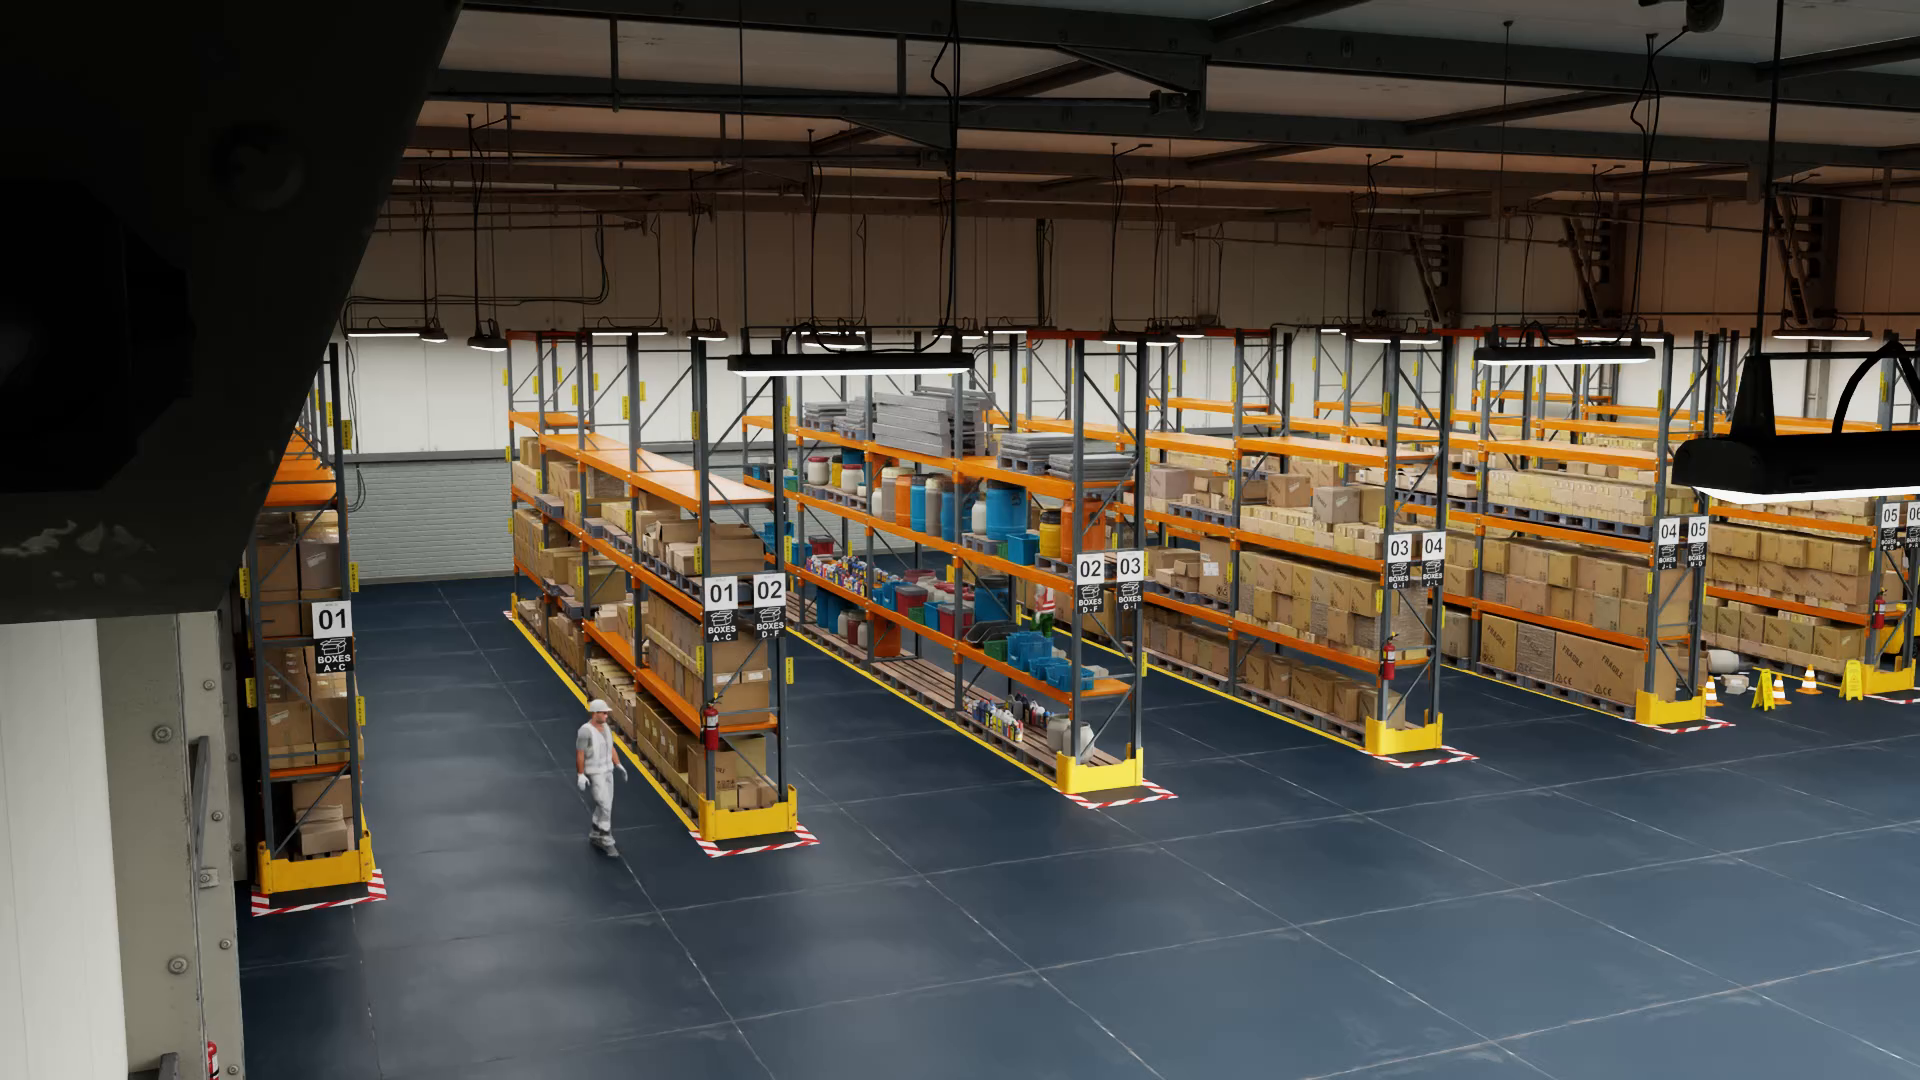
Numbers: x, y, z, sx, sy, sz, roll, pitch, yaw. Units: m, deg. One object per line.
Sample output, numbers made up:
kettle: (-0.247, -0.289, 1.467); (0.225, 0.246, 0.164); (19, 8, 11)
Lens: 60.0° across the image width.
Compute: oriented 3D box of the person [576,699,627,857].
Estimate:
person: (-4.198, 2.803, 19.664); (0.586, 1.837, 0.565); (3, 9, 24)

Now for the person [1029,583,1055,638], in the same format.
person: (1.555, 1.325, 30.329); (0.467, 1.791, 0.602); (6, 10, 36)
